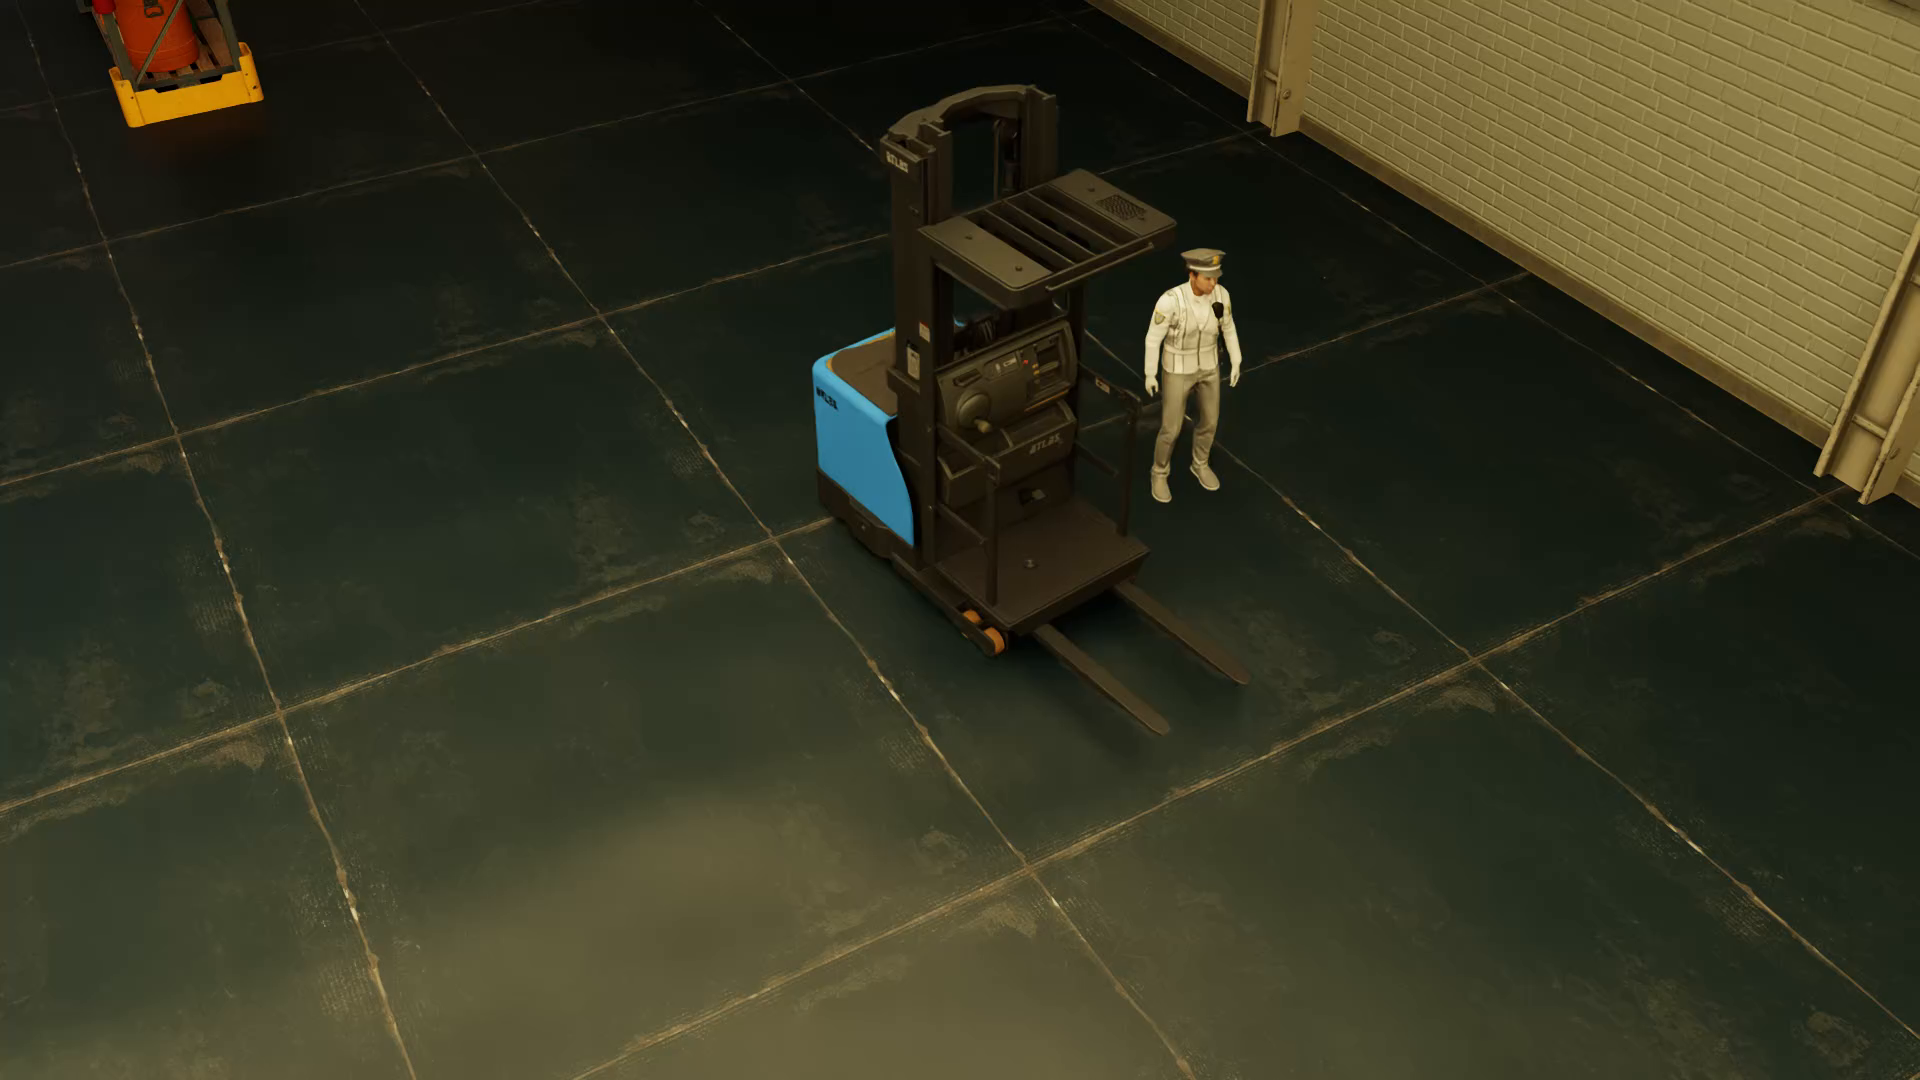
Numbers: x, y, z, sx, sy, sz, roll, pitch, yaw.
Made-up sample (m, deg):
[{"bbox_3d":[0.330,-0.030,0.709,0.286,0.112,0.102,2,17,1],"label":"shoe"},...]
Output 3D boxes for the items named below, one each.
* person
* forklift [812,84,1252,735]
[{"bbox_3d":[1.448,-1.035,10.265,0.624,1.681,0.403,-11,41,-13],"label":"person"},{"bbox_3d":[0.399,-0.822,9.027,1.130,2.935,3.031,-27,47,-28],"label":"forklift"}]
